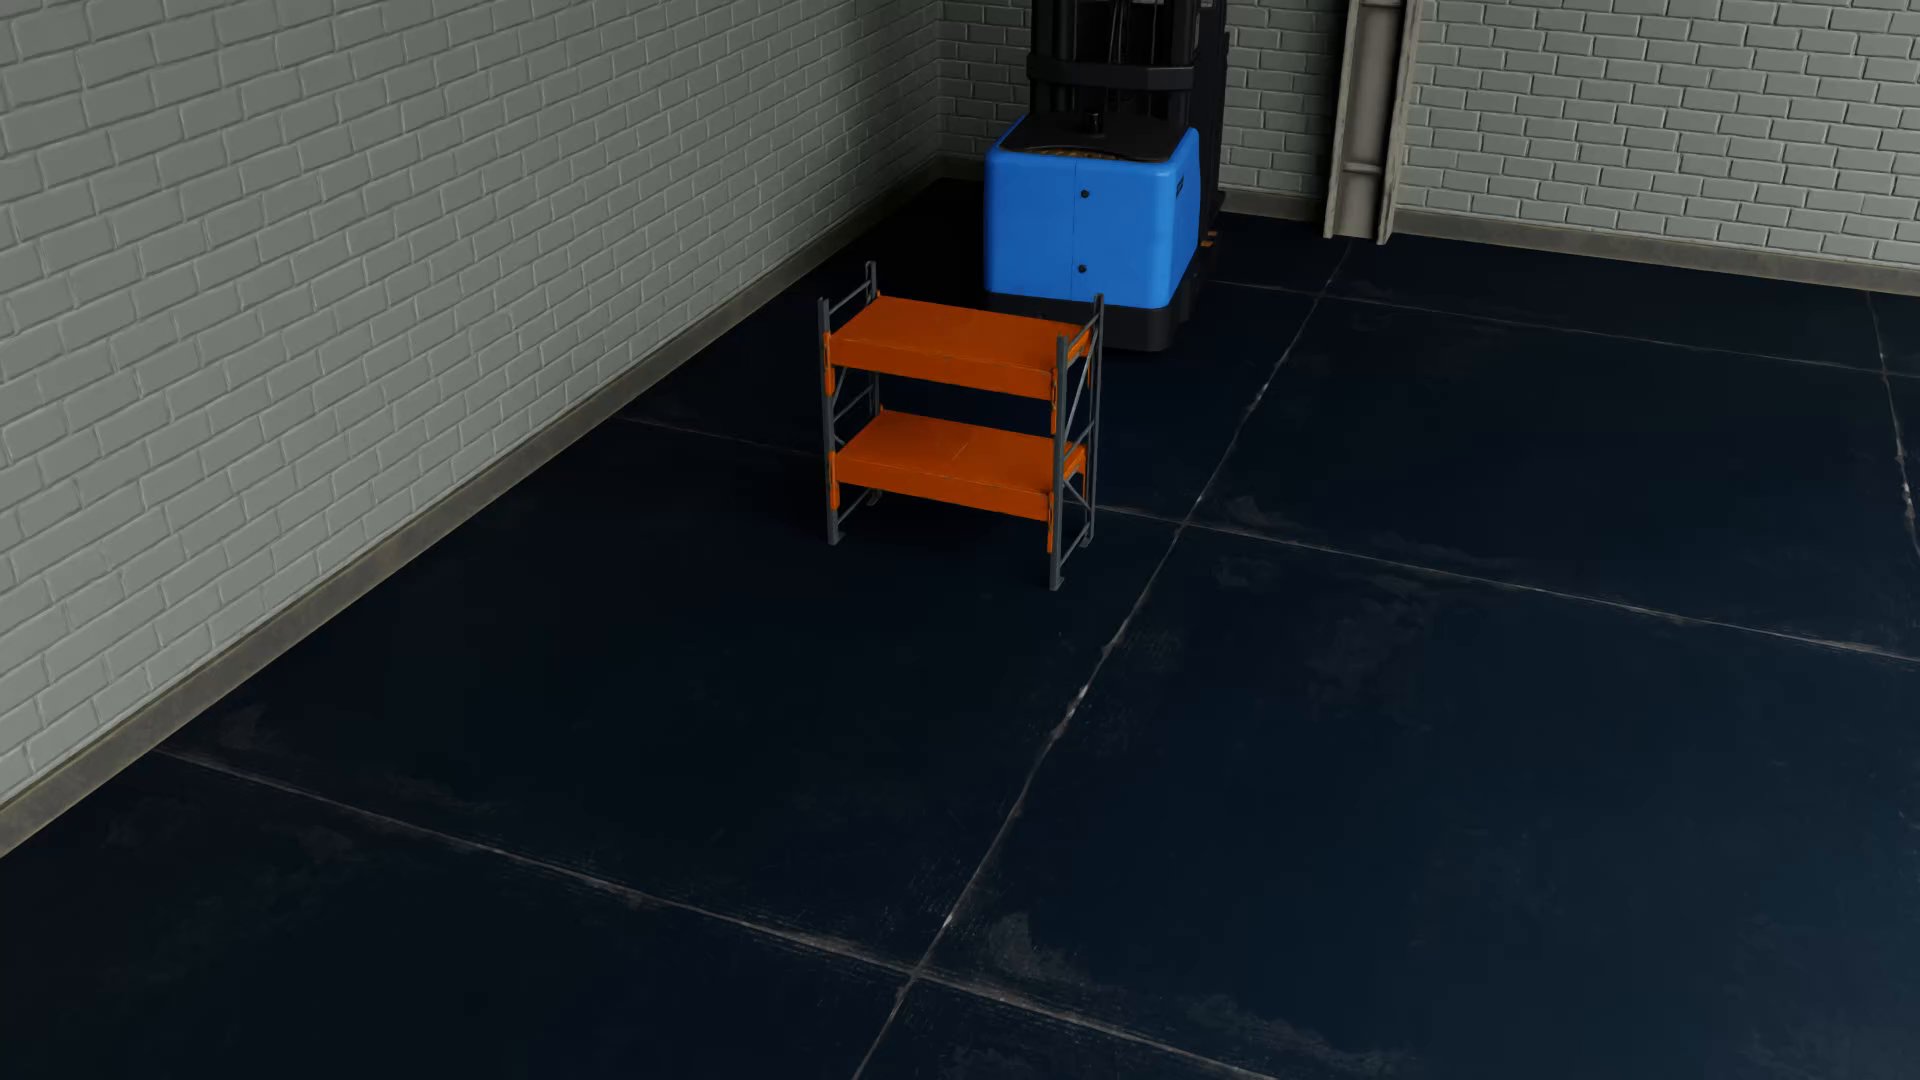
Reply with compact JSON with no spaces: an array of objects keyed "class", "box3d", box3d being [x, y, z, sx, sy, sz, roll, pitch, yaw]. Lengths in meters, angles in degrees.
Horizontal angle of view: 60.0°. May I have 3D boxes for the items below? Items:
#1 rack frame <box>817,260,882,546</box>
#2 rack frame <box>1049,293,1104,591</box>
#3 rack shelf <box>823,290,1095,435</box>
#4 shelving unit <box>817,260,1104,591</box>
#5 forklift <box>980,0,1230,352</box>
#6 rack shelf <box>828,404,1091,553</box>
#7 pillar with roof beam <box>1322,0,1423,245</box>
[{"class":"rack frame","box3d":[-0.465,-0.582,7.137,0.032,1.125,0.500,11,31,19]},{"class":"rack frame","box3d":[0.477,-0.394,6.805,0.032,1.125,0.500,11,31,19]},{"class":"rack shelf","box3d":[0.006,-0.743,6.827,1.000,0.278,0.538,11,31,19]},{"class":"shelving unit","box3d":[0.006,-0.488,6.971,1.048,1.125,0.538,11,31,19]},{"class":"forklift","box3d":[1.009,-2.992,9.565,1.130,2.935,3.031,8,30,14]},{"class":"rack shelf","box3d":[0.006,-0.276,7.091,1.000,0.278,0.538,11,31,19]},{"class":"pillar with roof beam","box3d":[0.952,-3.935,5.067,0.400,9.000,9.100,11,31,19]}]
